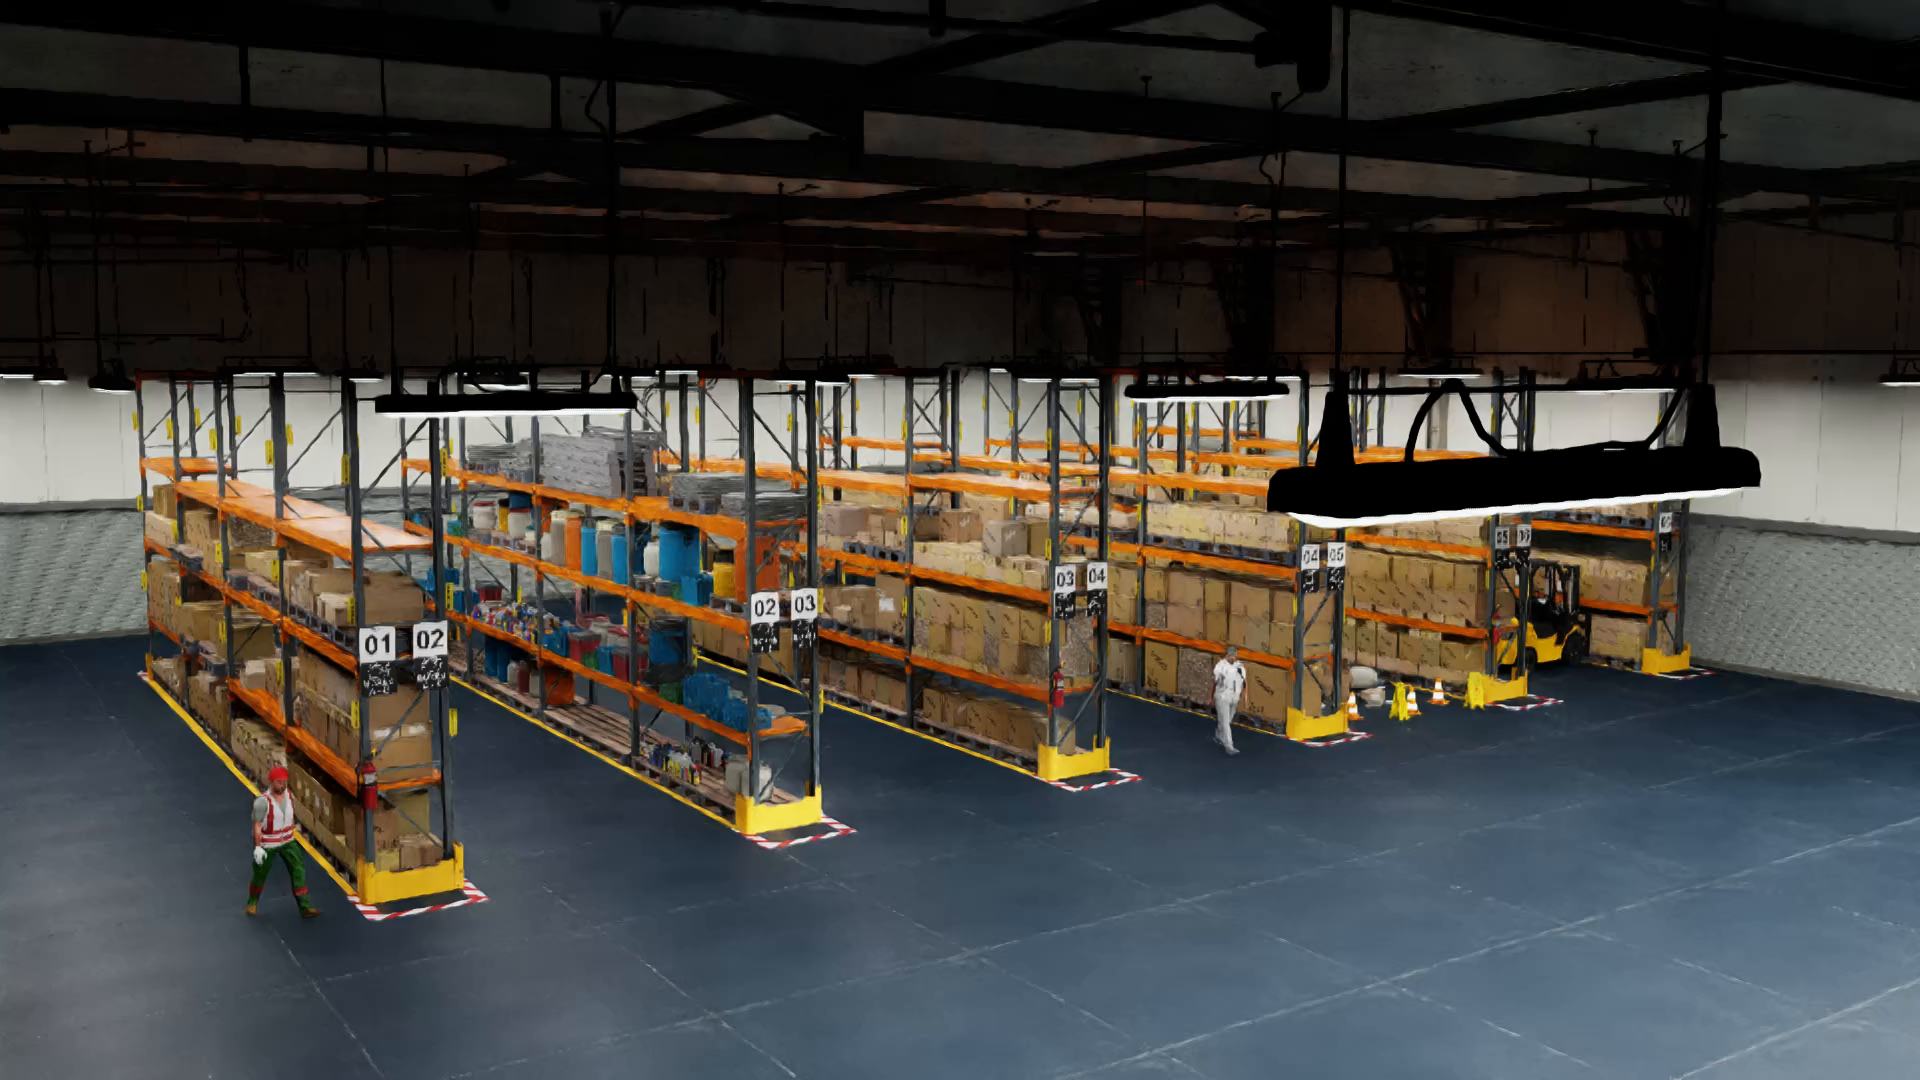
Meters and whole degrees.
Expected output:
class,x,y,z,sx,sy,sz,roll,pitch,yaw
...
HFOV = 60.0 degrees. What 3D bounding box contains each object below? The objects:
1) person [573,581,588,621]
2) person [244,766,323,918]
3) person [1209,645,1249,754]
class,x,y,z,sx,sy,sz,roll,pitch,yaw
person,-8.906,1.089,39.373,0.492,1.609,0.953,-2,7,-13
person,-7.632,3.380,18.606,0.976,1.746,0.592,5,8,35
person,4.291,2.487,26.411,0.535,1.705,1.029,-3,7,-24
